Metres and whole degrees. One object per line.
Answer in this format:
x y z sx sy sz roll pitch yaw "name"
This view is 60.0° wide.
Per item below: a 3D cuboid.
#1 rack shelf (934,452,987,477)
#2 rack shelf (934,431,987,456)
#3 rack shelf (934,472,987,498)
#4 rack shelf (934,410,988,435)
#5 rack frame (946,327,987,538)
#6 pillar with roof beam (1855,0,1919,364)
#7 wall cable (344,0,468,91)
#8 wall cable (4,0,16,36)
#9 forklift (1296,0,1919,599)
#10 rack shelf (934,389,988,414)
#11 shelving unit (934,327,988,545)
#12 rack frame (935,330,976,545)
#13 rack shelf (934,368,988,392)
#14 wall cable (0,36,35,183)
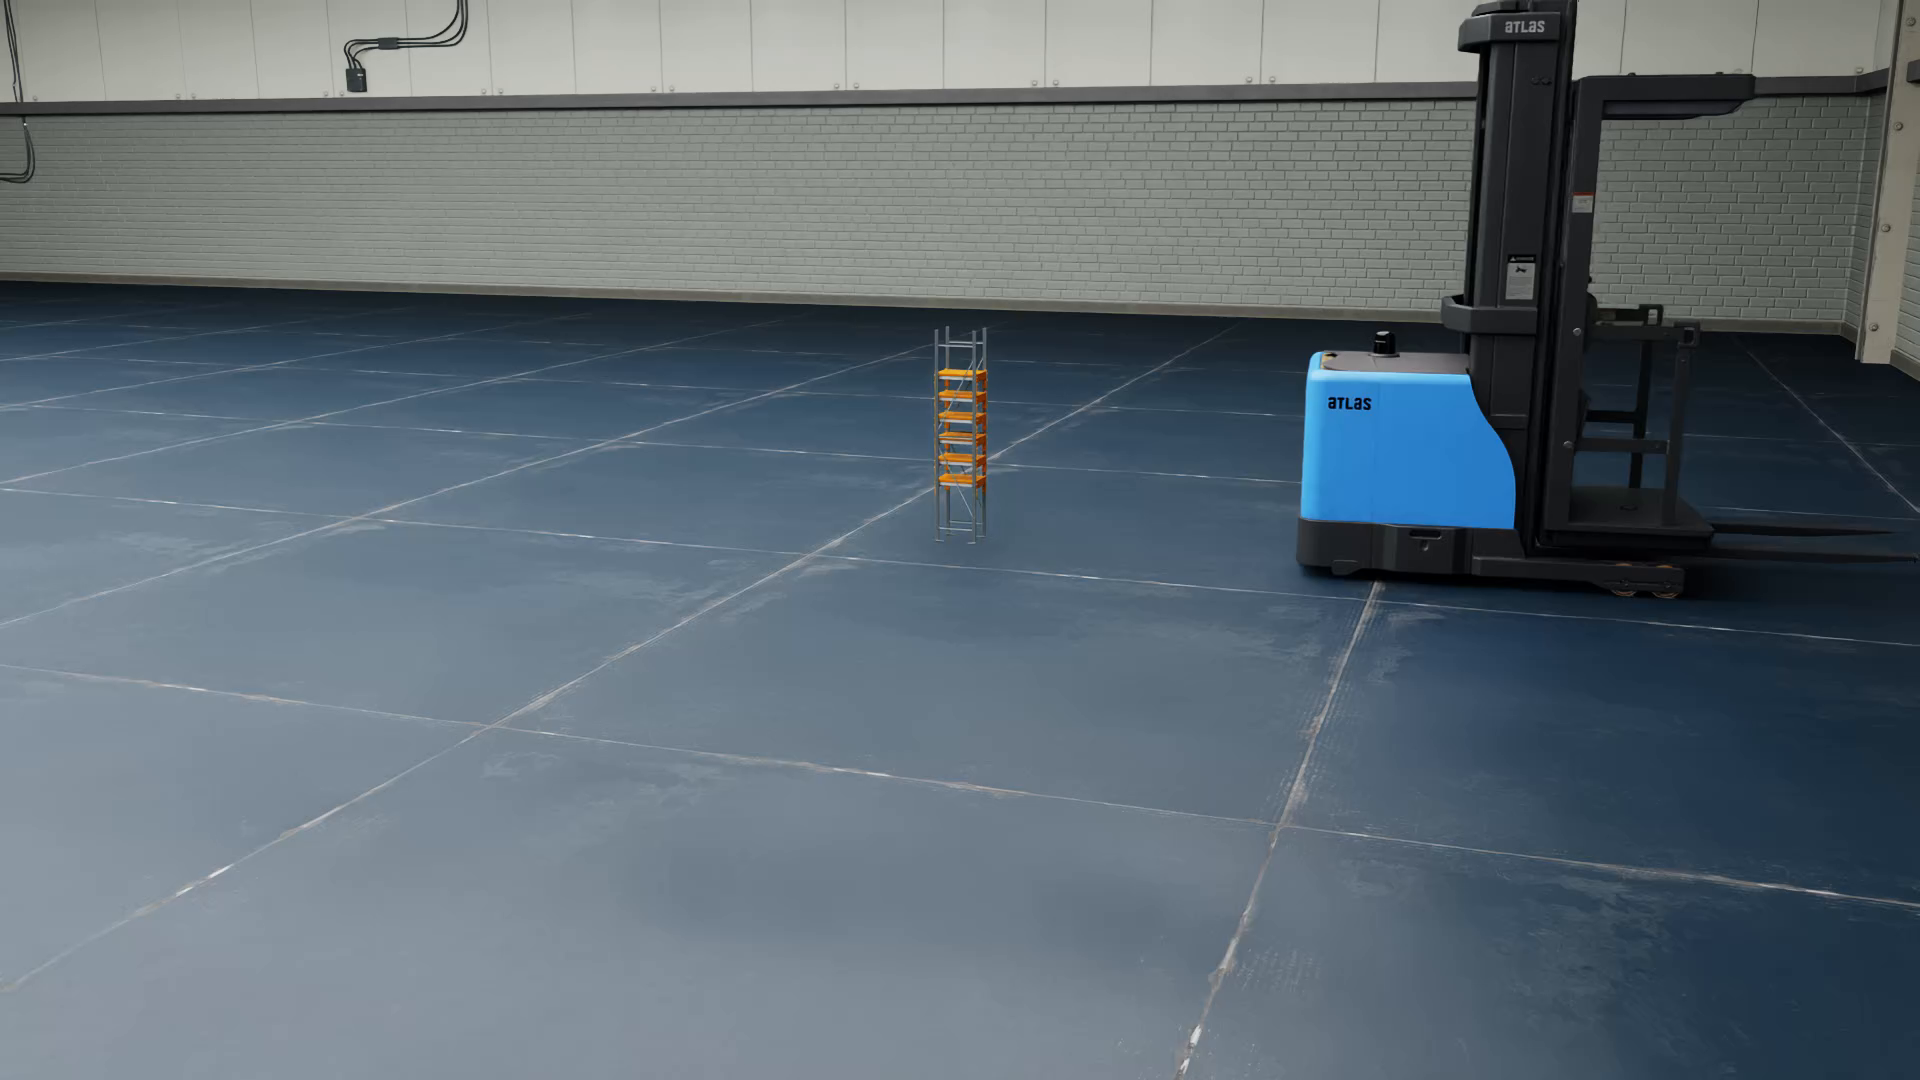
0.005 -0.428 9.404 0.258 0.103 0.180 4 14 18 "rack shelf"
0.005 -0.545 9.378 0.258 0.103 0.180 4 14 18 "rack shelf"
0.005 -0.311 9.431 0.258 0.103 0.180 4 14 18 "rack shelf"
0.005 -0.662 9.351 0.258 0.103 0.180 4 14 18 "rack shelf"
0.034 -0.607 9.452 0.240 1.200 0.006 4 14 18 "rack frame"
5.782 -6.625 18.292 9.100 9.000 0.400 4 14 18 "pillar with roof beam"
-8.768 -10.079 25.783 2.305 6.003 0.169 4 14 18 "wall cable"
-15.186 -9.862 28.101 3.097 2.526 0.112 4 14 18 "wall cable"
3.328 -1.268 8.458 3.031 2.935 1.130 3 13 12 "forklift"
0.005 -0.779 9.324 0.258 0.103 0.180 4 14 18 "rack shelf"
0.005 -0.588 9.368 0.258 1.200 0.189 4 14 18 "shelving unit"
-0.025 -0.569 9.283 0.240 1.200 0.006 4 14 18 "rack frame"
0.005 -0.896 9.298 0.258 0.103 0.180 4 14 18 "rack shelf"
-17.746 -7.594 29.516 3.097 2.526 0.112 4 14 18 "wall cable"
